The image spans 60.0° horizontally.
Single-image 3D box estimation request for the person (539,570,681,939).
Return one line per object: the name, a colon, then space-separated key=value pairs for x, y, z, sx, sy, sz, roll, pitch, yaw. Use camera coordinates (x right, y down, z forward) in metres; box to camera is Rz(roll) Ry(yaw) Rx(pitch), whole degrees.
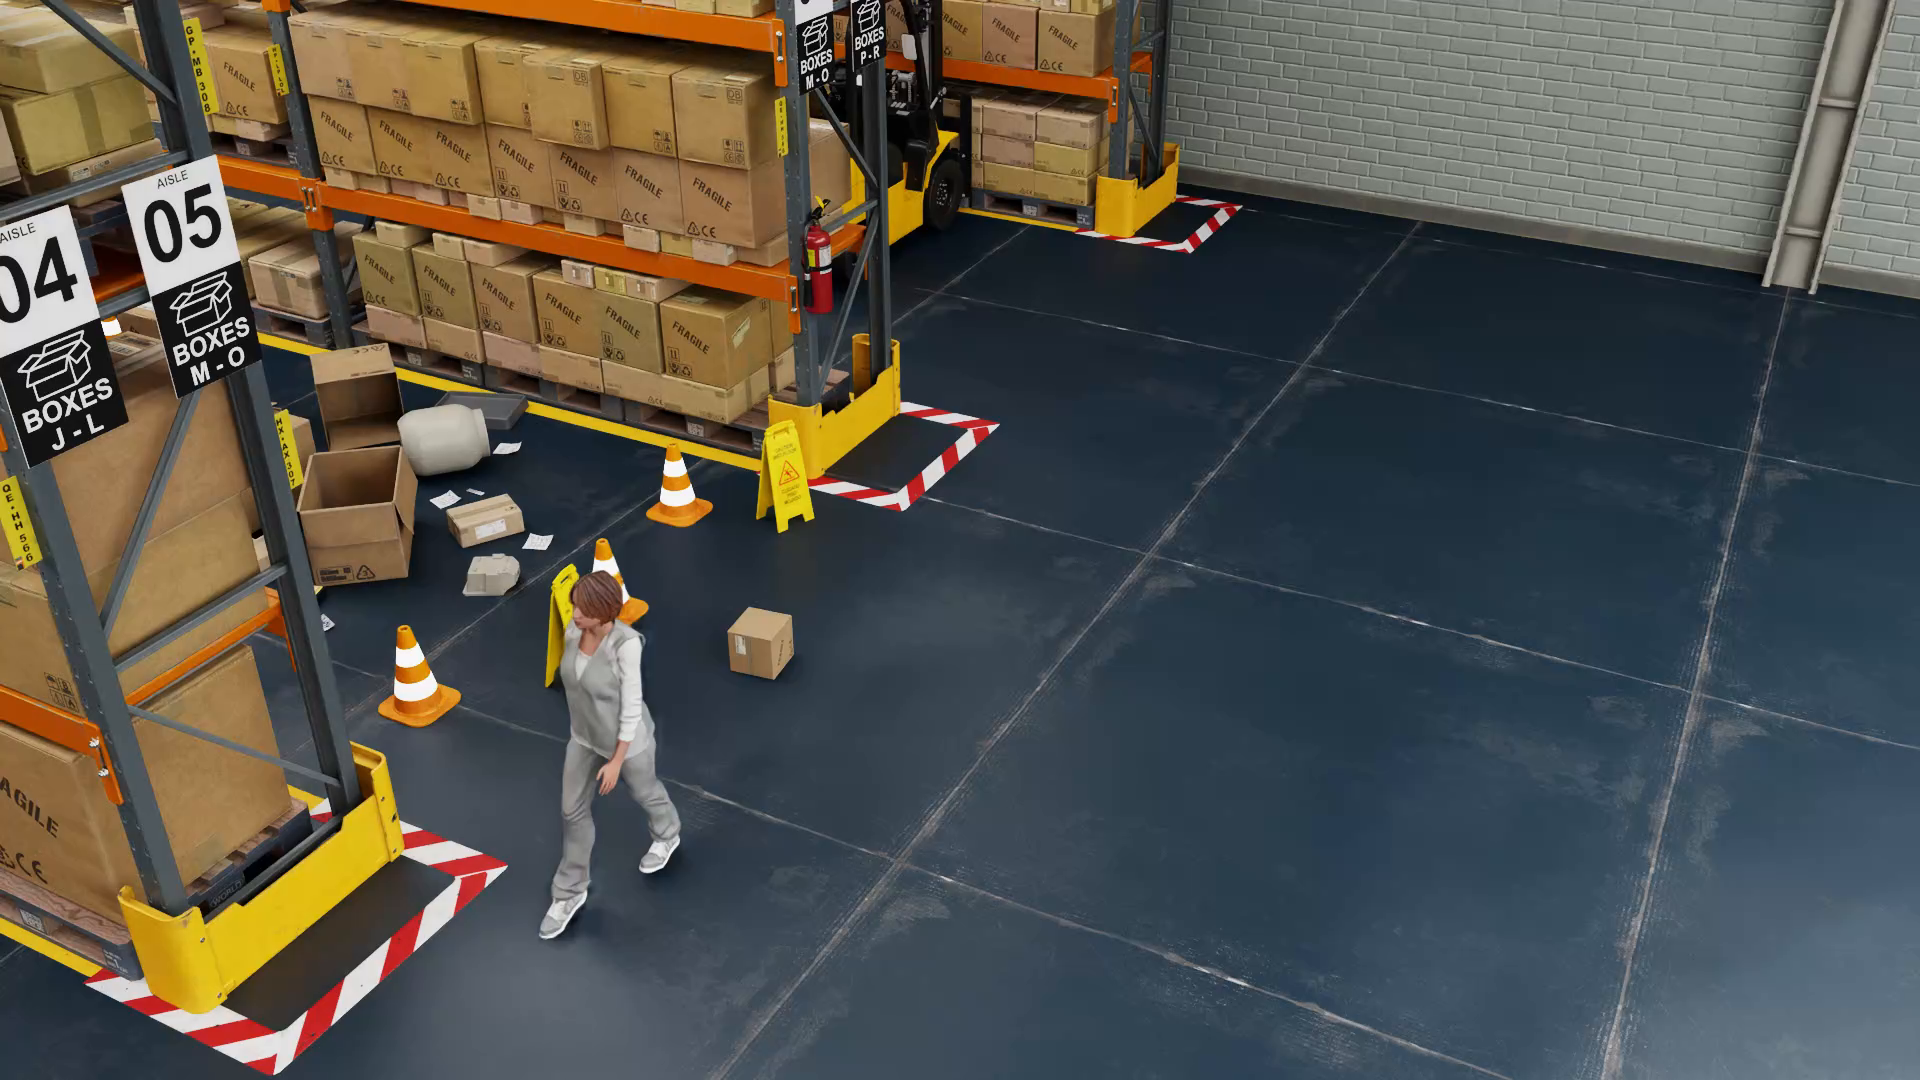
person: x=-1.466 y=0.851 z=6.836 sx=0.422 sy=1.599 sz=0.774 roll=16 pitch=34 yaw=25
